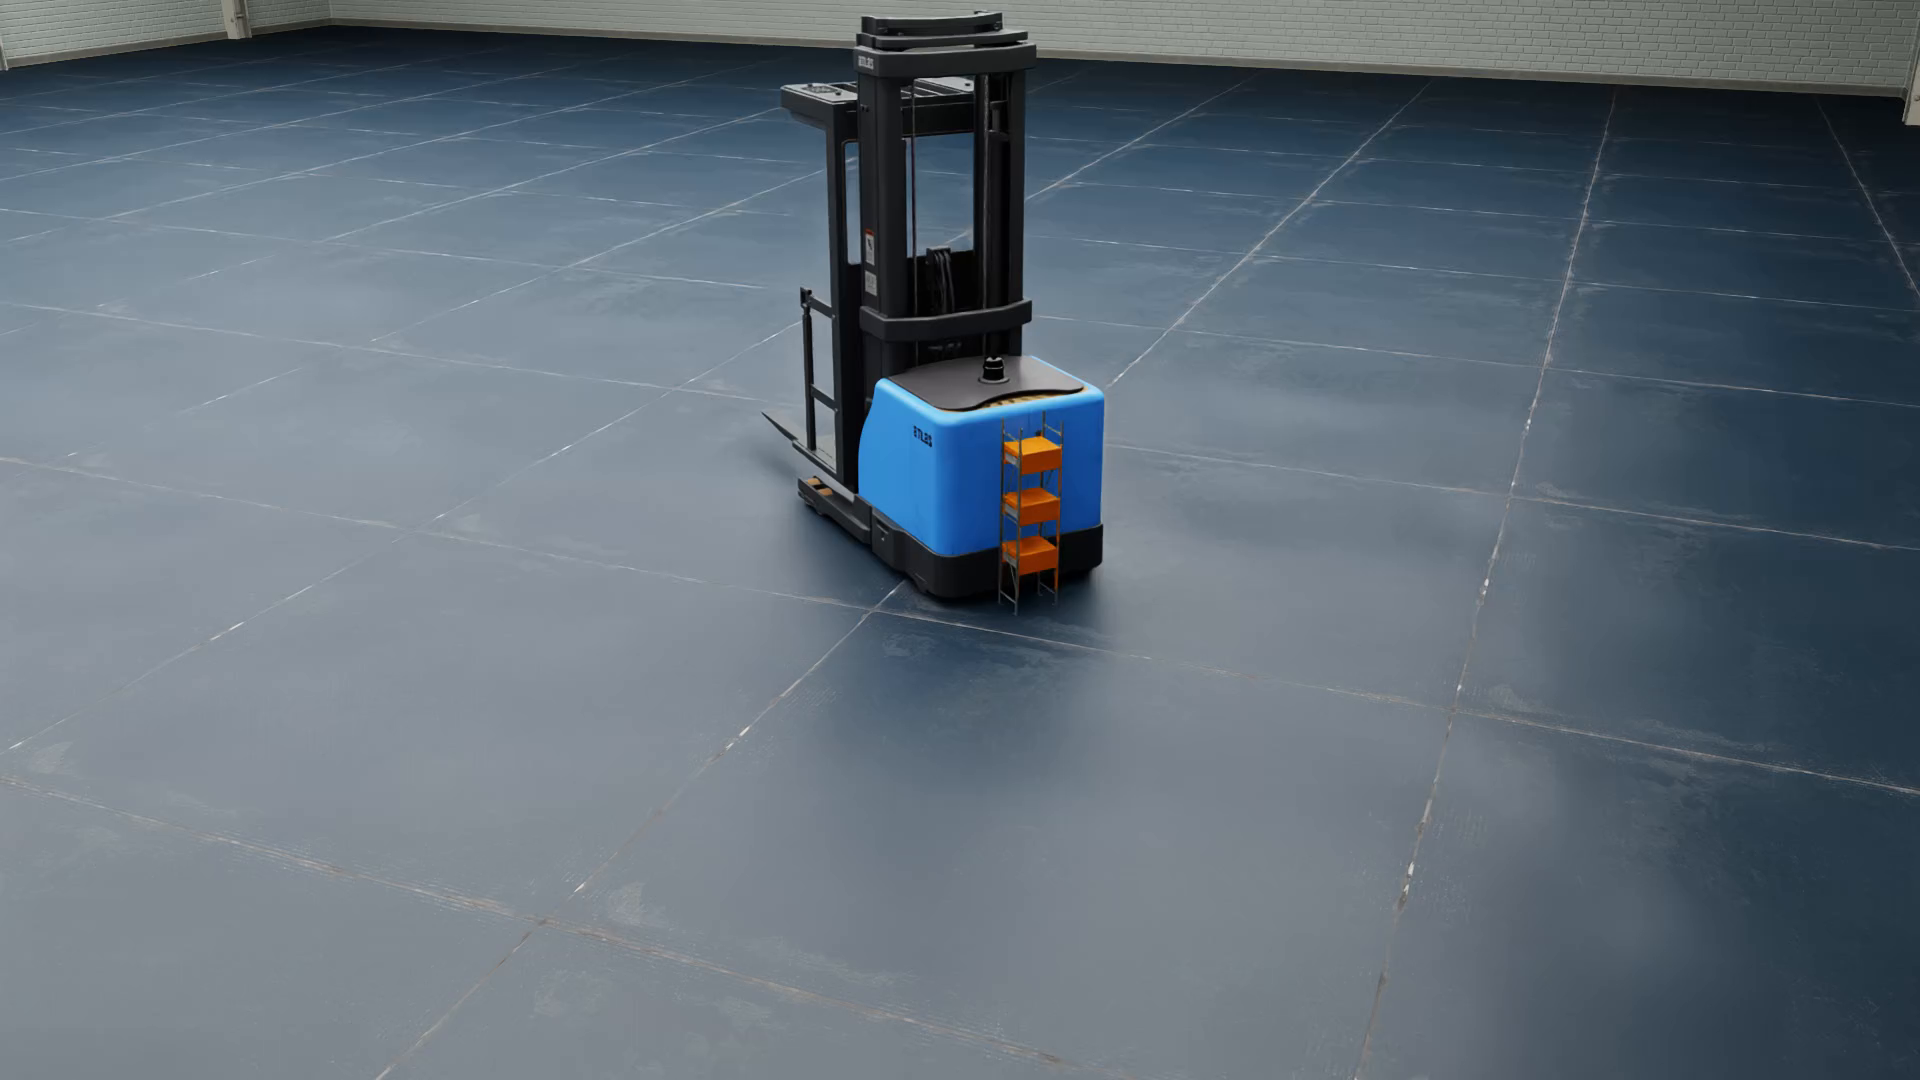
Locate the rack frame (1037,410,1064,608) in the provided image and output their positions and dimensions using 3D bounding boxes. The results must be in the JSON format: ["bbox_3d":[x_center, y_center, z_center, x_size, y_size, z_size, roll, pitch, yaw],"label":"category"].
[{"bbox_3d":[0.474,-0.156,8.756,0.008,1.050,0.200,-12,26,-26],"label":"rack frame"}]

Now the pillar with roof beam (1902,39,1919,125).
[{"bbox_3d":[10.010,-10.880,24.123,9.100,9.000,0.400,9,24,20],"label":"pillar with roof beam"}]

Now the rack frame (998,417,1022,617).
[{"bbox_3d":[0.258,-0.112,8.651,0.008,1.050,0.200,-12,26,-26],"label":"rack frame"}]

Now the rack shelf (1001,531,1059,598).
[{"bbox_3d":[0.364,0.131,8.819,0.240,0.259,0.215,-12,26,-26],"label":"rack shelf"}]

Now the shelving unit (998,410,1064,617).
[{"bbox_3d":[0.366,-0.134,8.703,0.252,1.050,0.215,-12,26,-26],"label":"shelving unit"}]

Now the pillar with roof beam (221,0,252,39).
[{"bbox_3d":[-11.242,-14.157,31.968,9.100,9.000,0.400,9,24,20],"label":"pillar with roof beam"}]

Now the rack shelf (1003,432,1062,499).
[{"bbox_3d":[0.368,-0.384,8.594,0.240,0.259,0.215,-12,26,-26],"label":"rack shelf"}]

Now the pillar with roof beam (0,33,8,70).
[{"bbox_3d":[-13.471,-12.010,26.828,9.100,9.000,0.400,9,24,20],"label":"pillar with roof beam"}]

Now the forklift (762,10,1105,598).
[{"bbox_3d":[-0.343,-1.573,9.714,1.130,2.935,3.031,-12,25,-26],"label":"forklift"}]

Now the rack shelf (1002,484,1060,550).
[{"bbox_3d":[0.366,-0.124,8.708,0.240,0.259,0.215,-12,26,-26],"label":"rack shelf"}]
